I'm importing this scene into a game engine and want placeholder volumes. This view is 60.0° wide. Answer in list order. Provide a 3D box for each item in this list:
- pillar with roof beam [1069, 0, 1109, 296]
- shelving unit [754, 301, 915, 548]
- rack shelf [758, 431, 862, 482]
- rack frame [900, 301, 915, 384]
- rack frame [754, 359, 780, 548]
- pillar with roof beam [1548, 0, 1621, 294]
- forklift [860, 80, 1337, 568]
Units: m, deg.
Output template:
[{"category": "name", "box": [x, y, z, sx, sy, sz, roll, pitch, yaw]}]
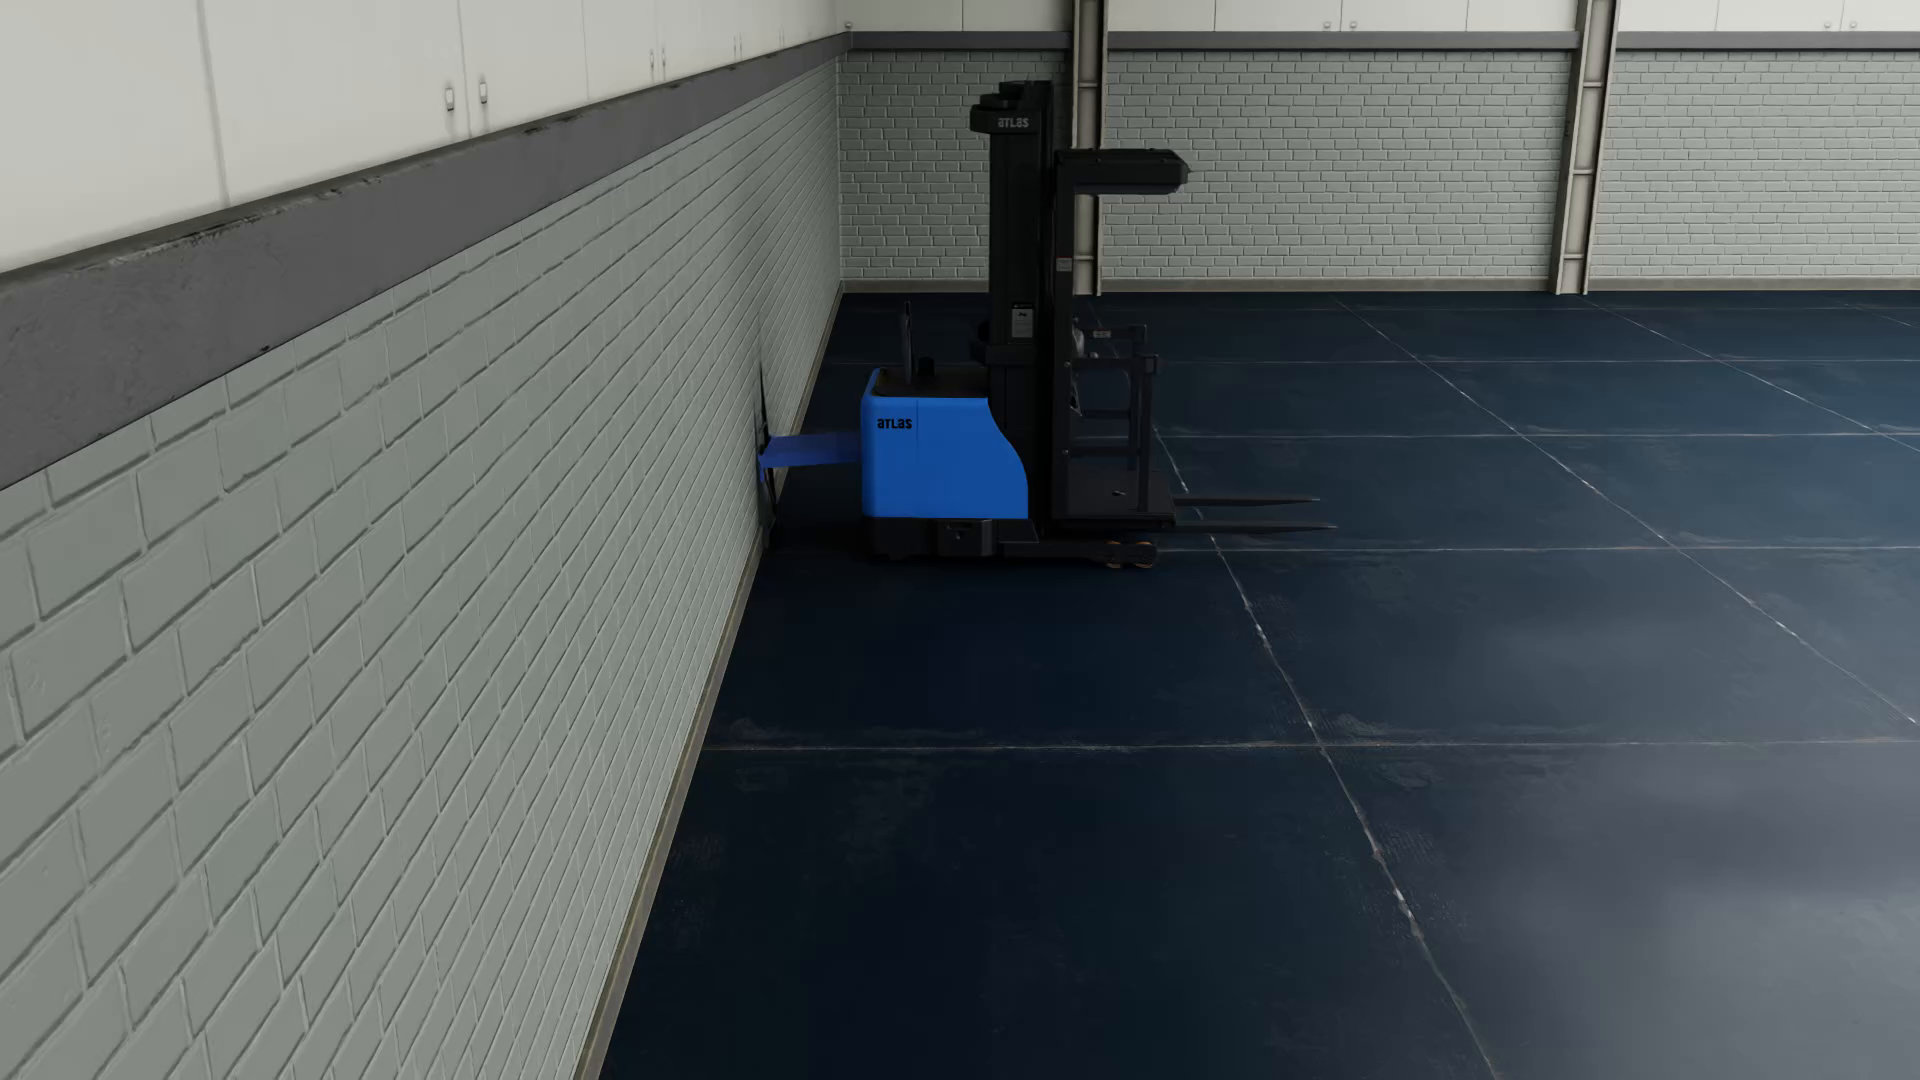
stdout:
[{"category": "pillar with roof beam", "box": [1.595, -6.012, 15.055, 0.400, 9.000, 9.100, 0, 18, -1]}, {"category": "shelving unit", "box": [-0.803, -0.741, 10.876, 1.048, 1.500, 0.538, -4, 18, 3]}, {"category": "rack shelf", "box": [-0.789, -0.570, 10.931, 1.000, 0.185, 0.538, -4, 18, 3]}, {"category": "rack frame", "box": [-0.296, -0.773, 10.850, 0.032, 1.500, 0.500, -4, 18, 3]}, {"category": "rack frame", "box": [-1.309, -0.708, 10.901, 0.032, 1.500, 0.500, -4, 18, 3]}, {"category": "pillar with roof beam", "box": [7.594, -6.040, 15.146, 0.400, 9.000, 9.100, 0, 18, -1]}, {"category": "forklift", "box": [0.896, -1.383, 10.560, 3.031, 2.935, 1.130, 1, 18, 2]}]
